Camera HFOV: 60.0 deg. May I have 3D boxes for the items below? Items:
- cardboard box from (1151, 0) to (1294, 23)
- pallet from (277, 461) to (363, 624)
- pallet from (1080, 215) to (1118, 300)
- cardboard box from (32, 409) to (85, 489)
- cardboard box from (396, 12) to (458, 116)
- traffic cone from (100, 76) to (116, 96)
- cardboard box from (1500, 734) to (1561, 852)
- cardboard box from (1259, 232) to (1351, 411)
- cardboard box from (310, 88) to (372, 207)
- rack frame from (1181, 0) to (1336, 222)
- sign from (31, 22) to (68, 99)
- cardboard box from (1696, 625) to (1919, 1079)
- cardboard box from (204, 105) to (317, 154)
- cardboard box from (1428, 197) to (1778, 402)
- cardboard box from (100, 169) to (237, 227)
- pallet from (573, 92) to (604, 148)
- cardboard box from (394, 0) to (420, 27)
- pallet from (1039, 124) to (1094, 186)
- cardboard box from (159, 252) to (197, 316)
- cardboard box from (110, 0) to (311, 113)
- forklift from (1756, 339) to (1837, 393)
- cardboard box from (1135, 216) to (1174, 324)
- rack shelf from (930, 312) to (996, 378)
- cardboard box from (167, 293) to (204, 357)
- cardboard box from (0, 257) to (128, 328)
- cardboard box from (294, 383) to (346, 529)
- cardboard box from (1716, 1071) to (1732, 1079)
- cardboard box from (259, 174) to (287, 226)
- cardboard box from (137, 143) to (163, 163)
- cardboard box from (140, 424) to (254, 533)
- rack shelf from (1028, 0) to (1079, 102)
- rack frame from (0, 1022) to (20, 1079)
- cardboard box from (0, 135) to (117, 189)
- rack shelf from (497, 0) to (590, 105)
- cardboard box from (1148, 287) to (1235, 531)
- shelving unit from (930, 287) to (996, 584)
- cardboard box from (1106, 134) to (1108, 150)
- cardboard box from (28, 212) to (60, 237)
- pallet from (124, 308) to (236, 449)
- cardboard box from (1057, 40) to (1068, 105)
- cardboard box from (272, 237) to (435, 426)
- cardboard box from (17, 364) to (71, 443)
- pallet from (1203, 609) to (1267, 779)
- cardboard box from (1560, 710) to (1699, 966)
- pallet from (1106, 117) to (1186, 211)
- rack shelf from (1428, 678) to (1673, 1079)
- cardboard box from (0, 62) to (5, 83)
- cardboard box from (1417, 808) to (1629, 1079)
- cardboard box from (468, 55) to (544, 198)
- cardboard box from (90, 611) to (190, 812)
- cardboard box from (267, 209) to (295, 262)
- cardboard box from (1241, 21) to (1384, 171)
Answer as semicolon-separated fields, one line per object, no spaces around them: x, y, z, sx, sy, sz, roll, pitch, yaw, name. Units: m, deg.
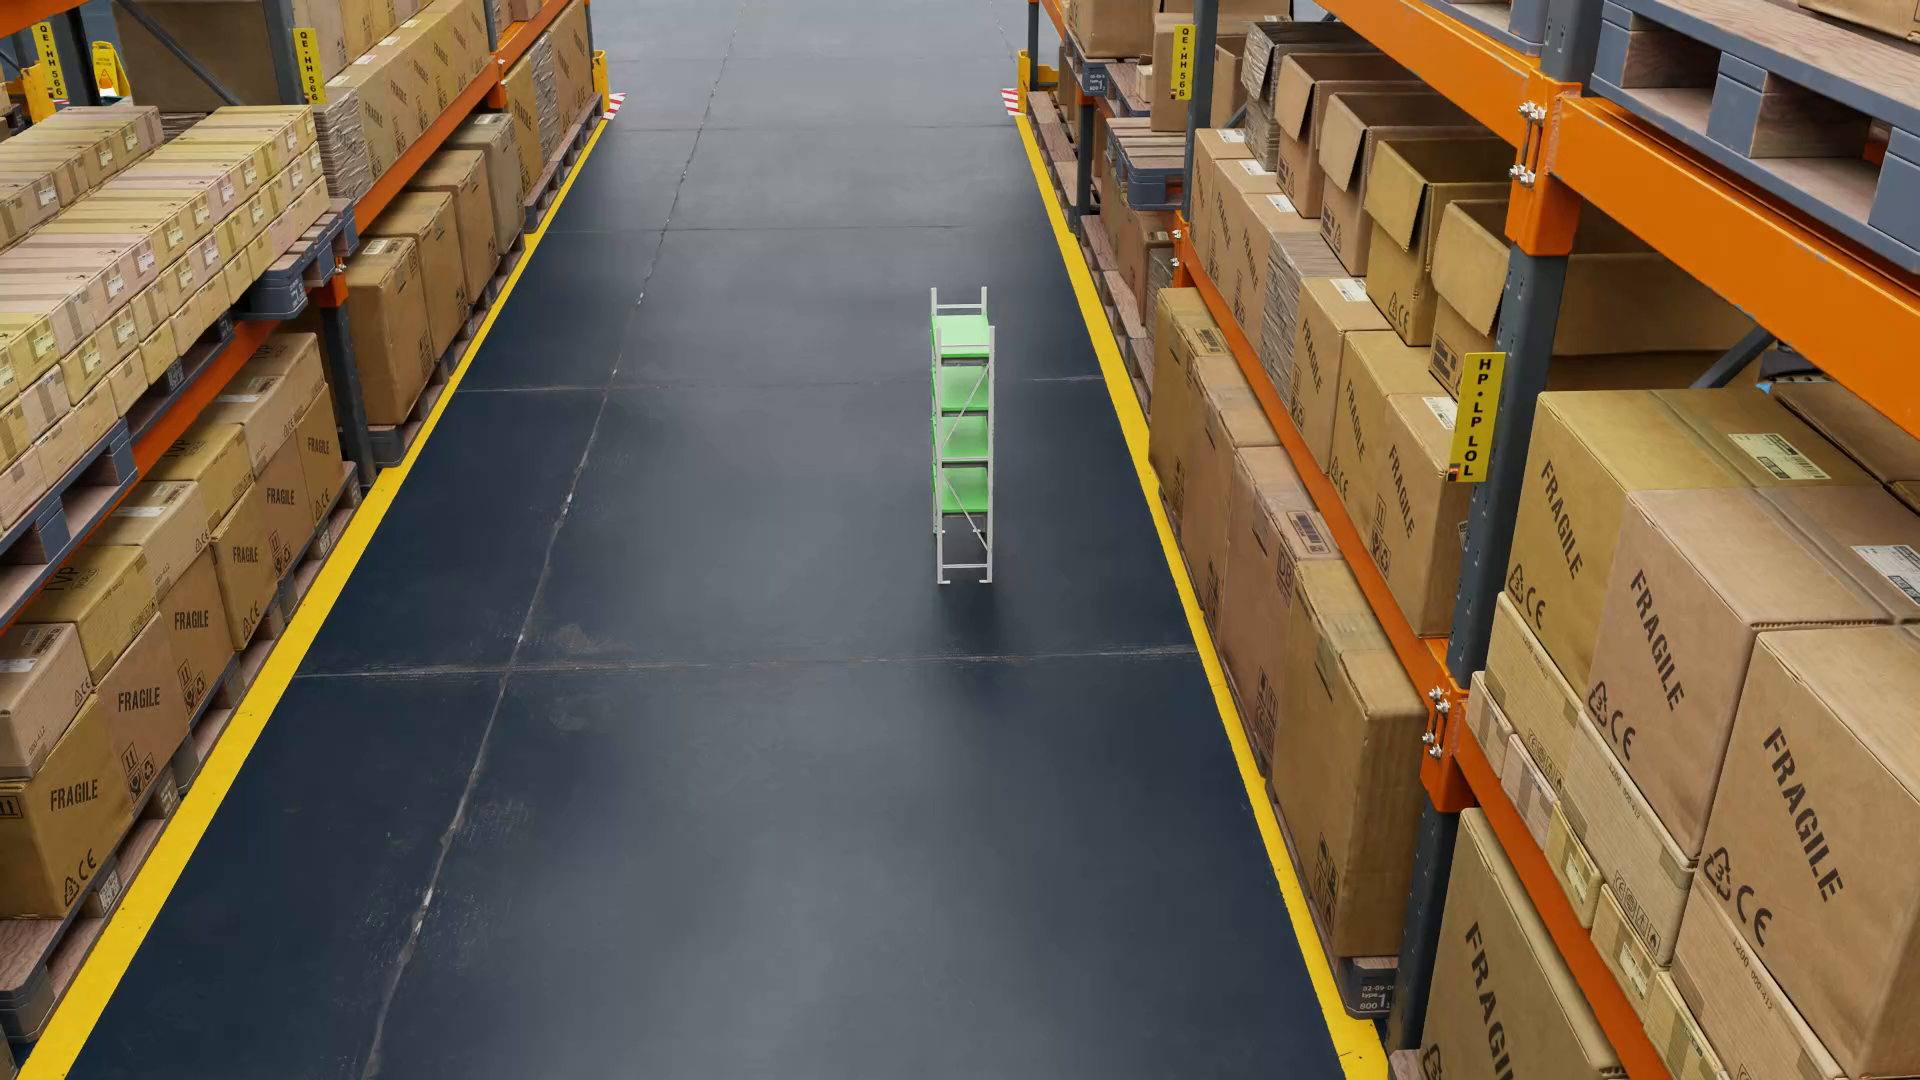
1.514;-2.951;9.599;0.797;0.503;0.637;1;28;3;cardboard box
-3.379;0.000;7.522;1.003;0.211;1.213;-1;28;-3;pallet
1.374;-1.922;11.207;1.003;0.211;1.213;-1;28;-3;pallet
-2.800;-0.261;4.825;0.380;0.149;0.250;-1;28;-2;cardboard box
-3.280;-2.788;9.743;0.500;0.500;0.500;-1;28;-2;cardboard box
-7.463;-3.833;14.600;0.336;0.463;0.334;-1;28;-3;traffic cone
1.446;0.554;3.716;0.380;0.149;0.250;-2;28;-4;cardboard box
1.378;-0.778;5.890;0.500;0.500;0.500;-1;28;-2;cardboard box
-3.172;-1.856;7.956;0.500;0.500;0.500;-1;28;-2;cardboard box
1.540;-1.670;7.709;1.000;3.000;0.127;-1;28;-3;rack frame
-3.972;-2.096;7.273;0.100;0.325;0.005;-1;28;-3;sign
1.569;0.474;2.627;0.500;0.500;0.500;-2;28;-4;cardboard box
-2.935;-1.721;6.980;0.380;0.149;0.250;-2;28;-5;cardboard box
1.708;-0.607;4.478;0.797;0.503;0.637;-2;28;-4;cardboard box
-2.886;-1.249;6.075;0.380;0.149;0.250;-1;28;-3;cardboard box
-3.716;-3.688;14.593;1.003;0.211;1.213;-1;28;-3;pallet
-3.540;-3.232;9.514;0.700;0.500;0.500;-1;28;-2;cardboard box
1.194;-3.155;13.572;1.003;0.211;1.213;-1;28;-3;pallet
-2.854;-0.872;5.674;0.380;0.149;0.250;-2;28;-4;cardboard box
-3.432;-2.293;7.713;0.700;0.500;0.500;-2;28;-3;cardboard box
3.406;-1.637;7.719;1.130;2.935;3.031;-1;28;-1;forklift
1.407;-1.584;9.770;0.700;0.500;0.500;1;28;2;cardboard box
0.009;-0.824;7.134;0.258;0.148;0.480;-1;28;-3;rack shelf
-2.854;-0.737;5.738;0.380;0.149;0.250;-3;28;-5;cardboard box
-2.826;-0.762;5.142;0.380;0.149;0.250;-2;28;-3;cardboard box
-3.123;-0.378;7.479;0.500;0.500;0.500;-2;28;-3;cardboard box
1.501;1.031;2.801;0.380;0.149;0.250;-1;28;-2;cardboard box
-2.906;-1.342;6.576;0.380;0.149;0.250;-1;28;-1;cardboard box
-3.593;-1.576;7.024;0.380;0.149;0.250;0;28;0;cardboard box
-3.072;-0.230;6.386;0.500;0.250;0.500;-1;28;-1;cardboard box
1.227;-4.122;13.188;1.077;0.370;4.000;-1;28;-3;rack shelf
-3.209;0.250;4.027;1.000;3.000;0.127;-1;28;-3;rack frame
-3.562;-1.480;6.519;0.380;0.149;0.250;-2;28;-3;cardboard box
-3.731;-4.049;13.048;1.077;0.370;4.000;-1;28;-3;rack shelf
1.556;-0.595;7.491;1.225;0.875;0.875;-3;28;-5;cardboard box
0.009;-0.456;7.326;0.258;1.200;0.503;-1;28;-3;shelving unit
1.351;-2.781;12.088;0.500;0.500;0.500;-2;28;-4;cardboard box
-3.534;-1.096;6.104;0.380;0.149;0.250;-1;28;-3;cardboard box
-3.274;-0.599;5.863;1.003;0.211;1.213;-1;28;-3;pallet
1.139;-4.154;14.720;0.500;0.500;0.500;4;28;7;cardboard box
-3.360;-1.070;8.536;1.050;0.750;0.750;-2;28;-3;cardboard box
-2.800;-0.389;4.748;0.380;0.149;0.250;-1;28;-1;cardboard box
1.567;0.494;6.575;1.003;0.211;1.213;-1;28;-3;pallet
1.533;0.564;3.265;0.500;0.250;0.500;-2;28;-3;cardboard box
1.397;-1.912;8.380;1.213;0.211;1.003;-1;28;-3;pallet
1.854;1.419;2.563;1.077;0.370;4.000;-1;28;-3;rack shelf
-8.472;-4.062;14.002;0.500;0.500;0.500;-1;28;-2;cardboard box
1.704;1.239;3.974;0.875;0.875;0.875;-1;28;-3;cardboard box
-3.590;-2.981;12.065;0.875;0.875;0.875;-1;28;-2;cardboard box
-3.012;0.580;5.643;0.500;0.500;0.500;0;28;0;cardboard box
-2.908;-1.222;6.667;0.380;0.149;0.250;-1;28;-2;cardboard box
1.562;-1.822;6.806;0.797;0.503;0.637;0;28;-1;cardboard box
